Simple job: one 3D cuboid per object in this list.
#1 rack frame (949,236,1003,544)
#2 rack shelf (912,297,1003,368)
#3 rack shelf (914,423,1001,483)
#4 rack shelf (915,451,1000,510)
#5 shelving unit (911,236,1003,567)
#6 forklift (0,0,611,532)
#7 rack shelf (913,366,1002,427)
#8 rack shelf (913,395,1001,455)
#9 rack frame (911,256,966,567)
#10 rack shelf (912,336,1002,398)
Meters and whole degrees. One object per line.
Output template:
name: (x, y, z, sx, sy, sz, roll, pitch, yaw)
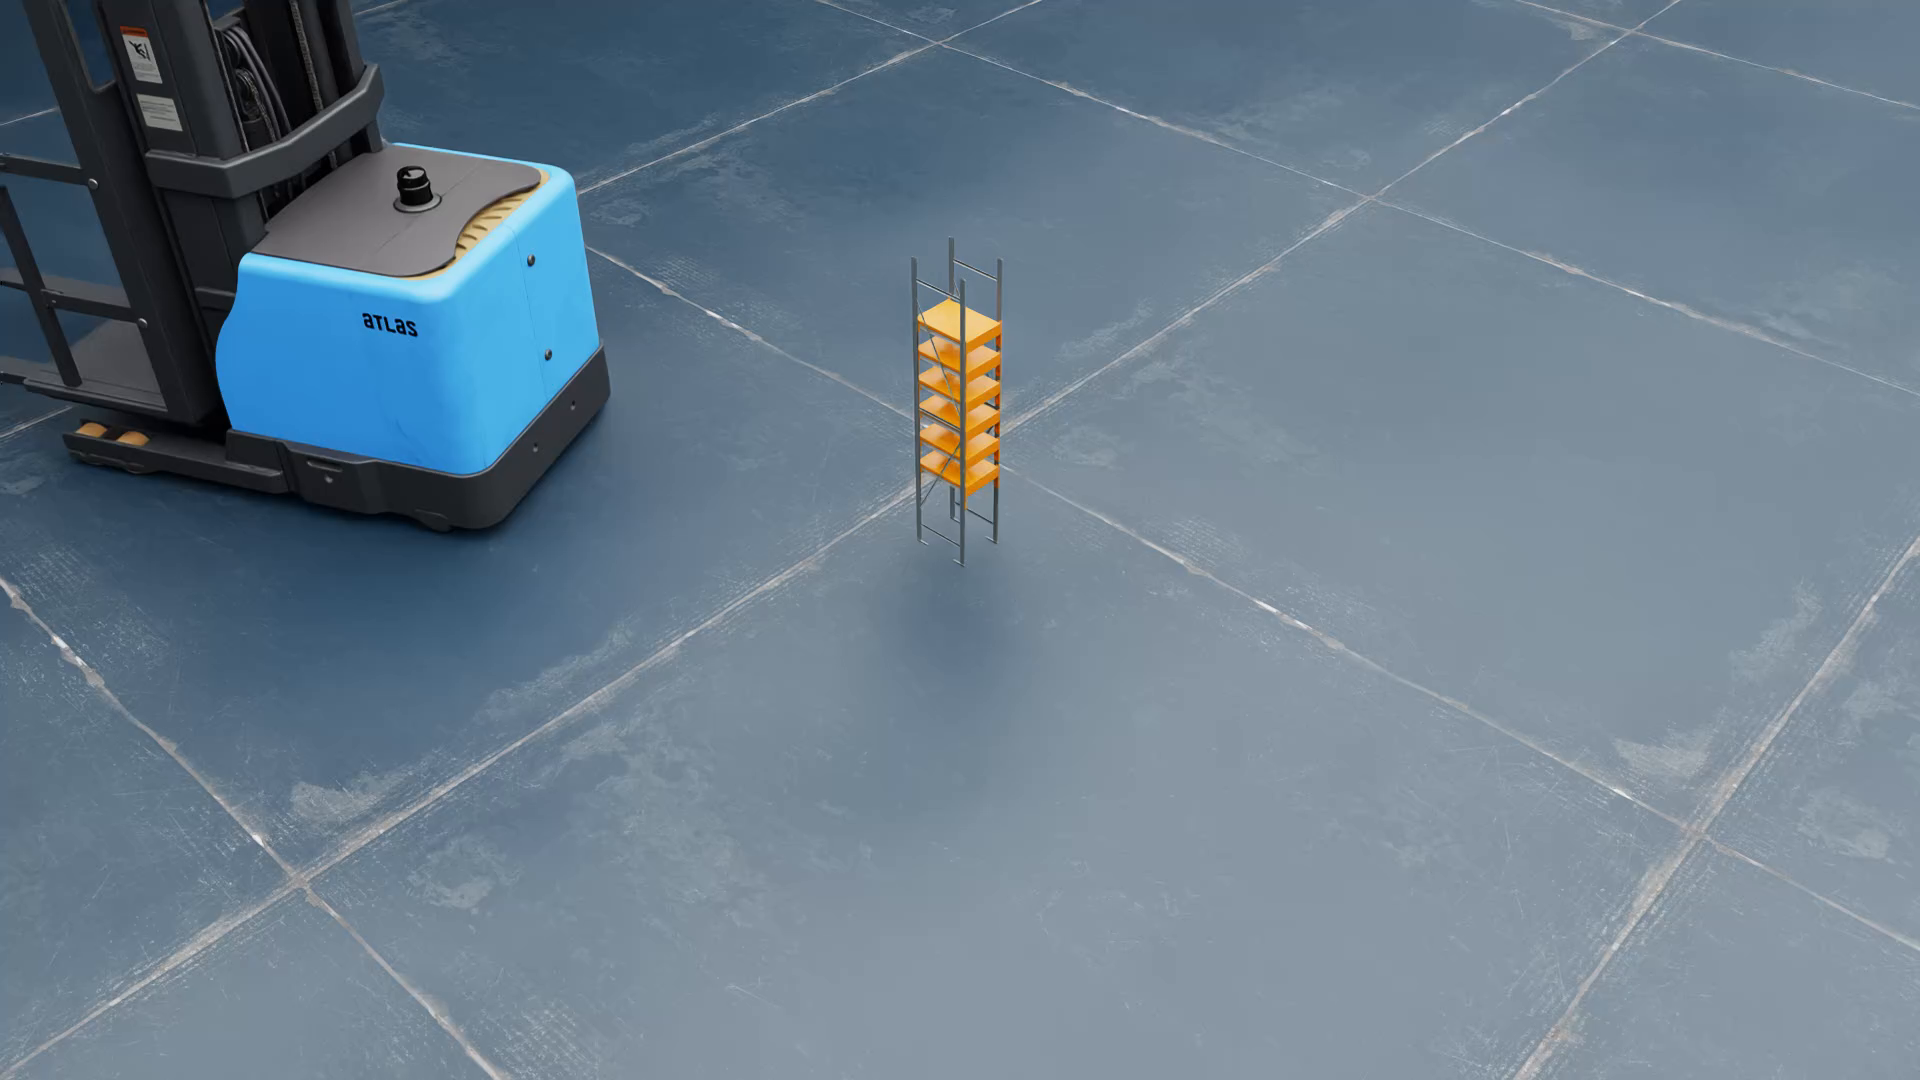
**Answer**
rack frame: (0.052, -0.505, 5.921, 0.240, 1.200, 0.006, 30, 47, 32)
rack shelf: (-0.010, -0.710, 5.672, 0.258, 0.103, 0.180, 30, 47, 32)
rack shelf: (-0.010, -0.334, 5.971, 0.258, 0.103, 0.180, 30, 47, 32)
rack shelf: (-0.010, -0.240, 6.045, 0.258, 0.103, 0.180, 30, 47, 32)
shelving unit: (-0.010, -0.463, 5.868, 0.258, 1.200, 0.189, 30, 47, 32)
forklift: (-3.023, -1.710, 6.045, 3.031, 2.935, 1.130, 11, 40, 14)
rack shelf: (-0.010, -0.522, 5.821, 0.258, 0.103, 0.180, 30, 47, 32)
rack shelf: (-0.010, -0.428, 5.896, 0.258, 0.103, 0.180, 30, 47, 32)
rack frame: (-0.071, -0.421, 5.815, 0.240, 1.200, 0.006, 30, 47, 32)
rack shelf: (-0.010, -0.616, 5.746, 0.258, 0.103, 0.180, 30, 47, 32)
